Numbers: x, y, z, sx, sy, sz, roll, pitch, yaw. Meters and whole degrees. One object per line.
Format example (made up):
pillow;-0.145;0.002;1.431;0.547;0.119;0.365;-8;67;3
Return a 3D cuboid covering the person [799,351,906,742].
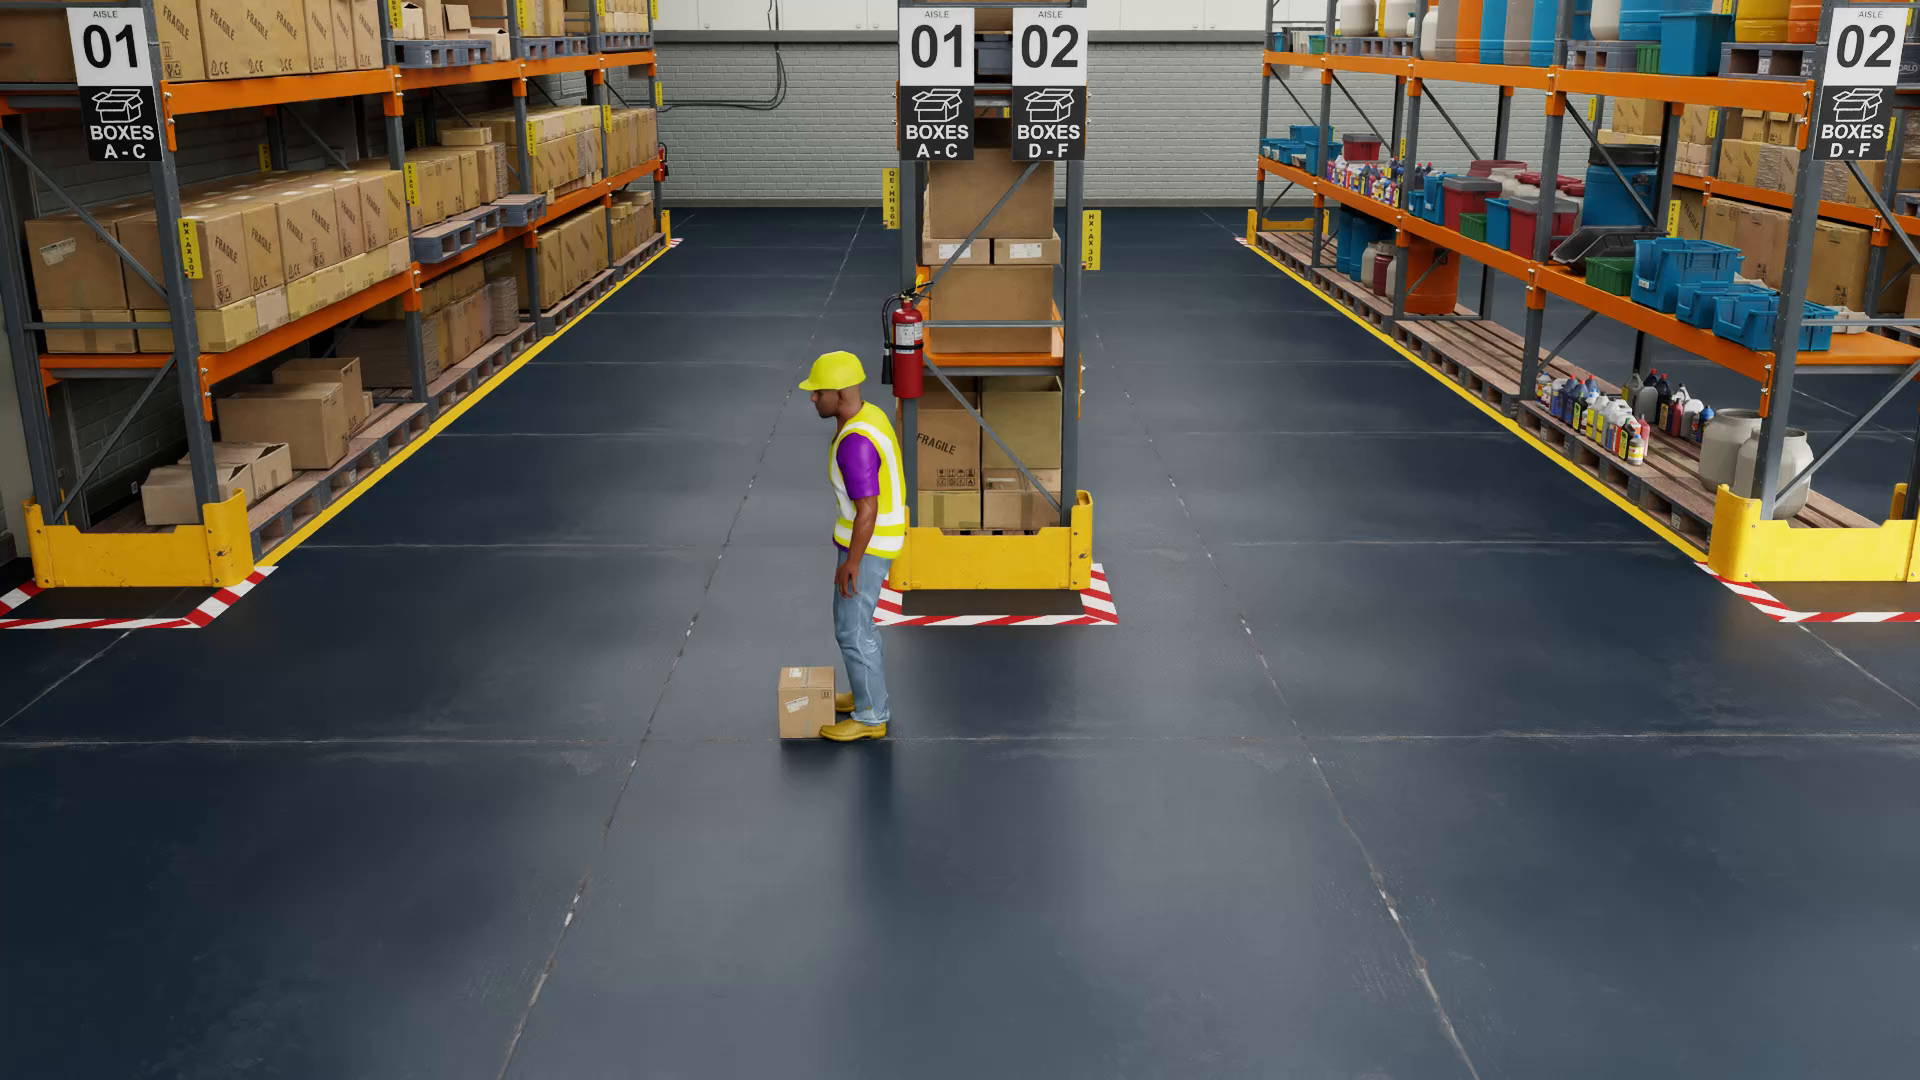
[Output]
person;-0.470;0.019;7.451;0.459;1.760;0.625;-1;17;-2
